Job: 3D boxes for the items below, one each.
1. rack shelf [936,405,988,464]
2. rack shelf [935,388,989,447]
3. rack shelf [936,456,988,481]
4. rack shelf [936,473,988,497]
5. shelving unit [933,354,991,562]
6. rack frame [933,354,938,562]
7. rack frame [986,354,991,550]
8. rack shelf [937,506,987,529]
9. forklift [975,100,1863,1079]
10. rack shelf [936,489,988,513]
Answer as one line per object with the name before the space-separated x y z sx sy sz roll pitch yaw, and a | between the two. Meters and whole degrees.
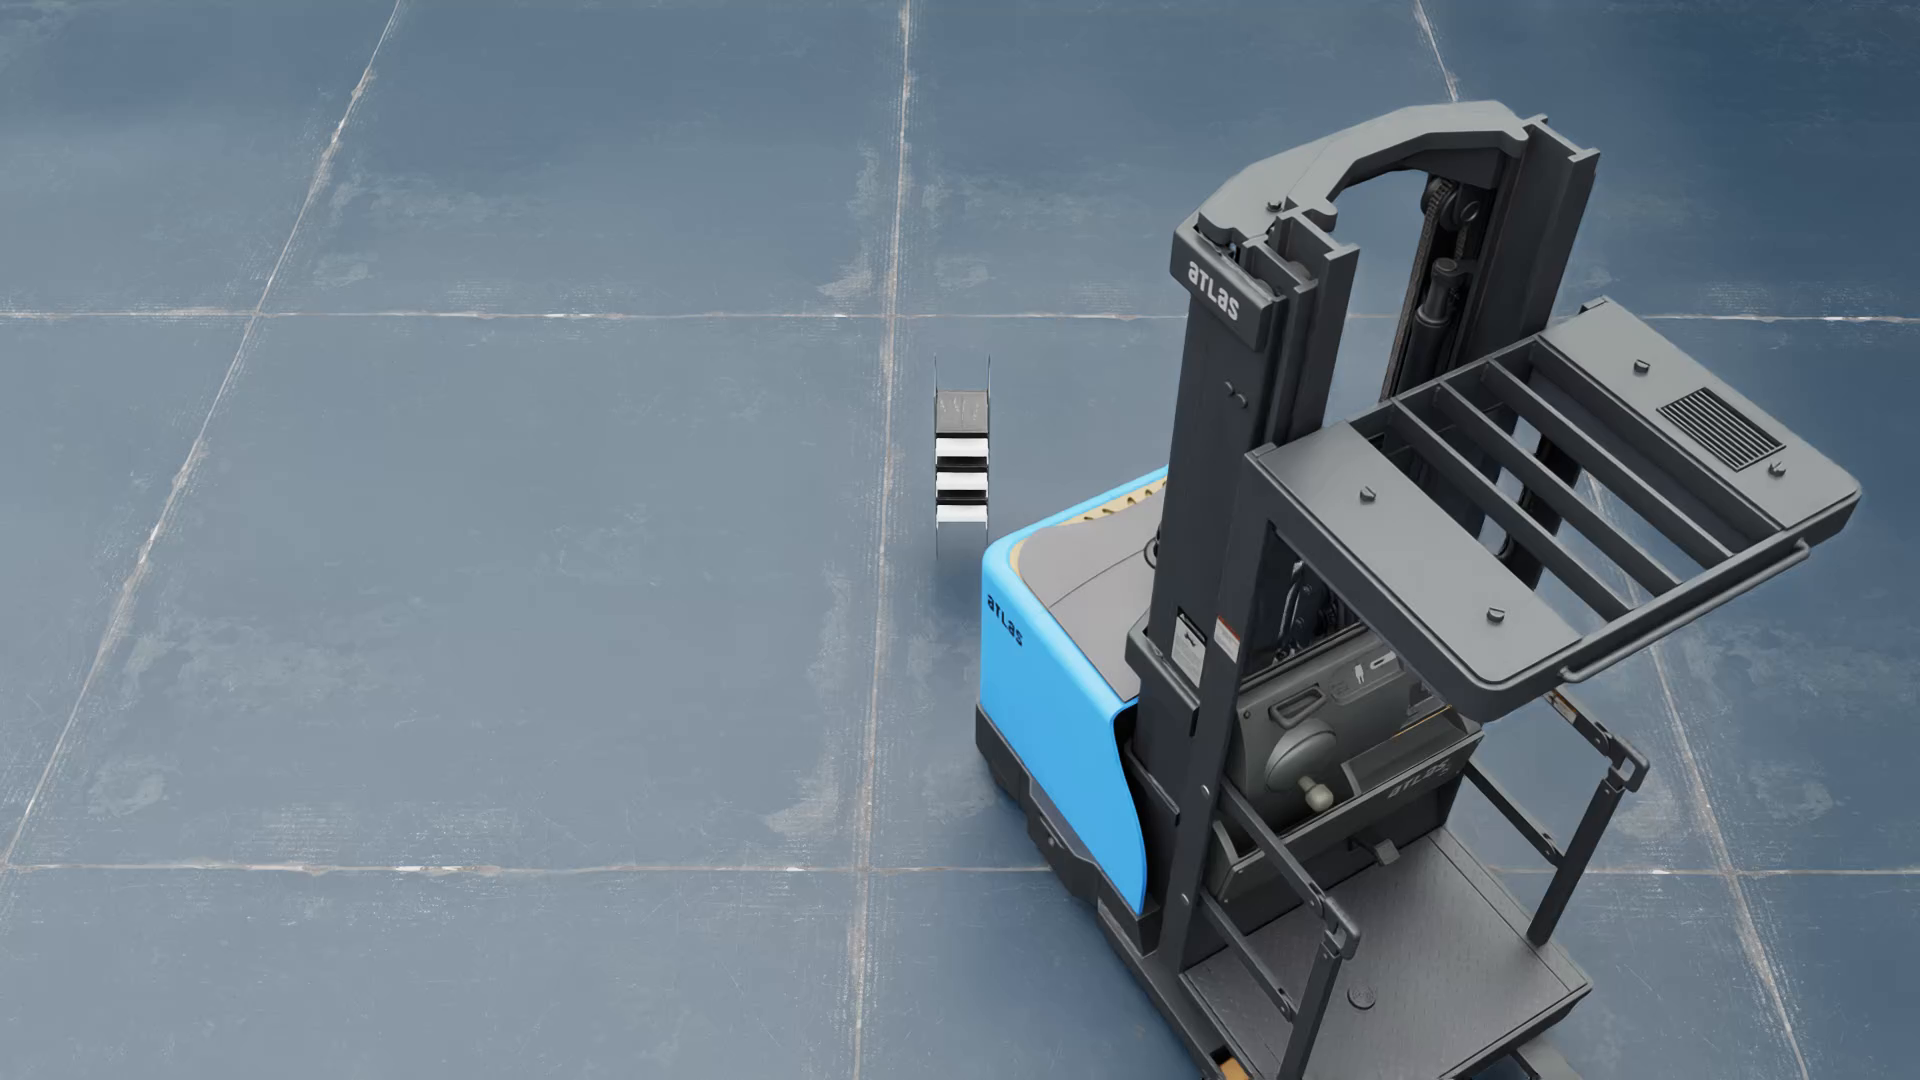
rack shelf | 0.008 -0.406 6.394 0.200 0.077 0.258 0 47 0
rack shelf | 0.008 -0.468 6.328 0.200 0.077 0.258 0 47 0
rack shelf | 0.008 -0.345 6.460 0.200 0.077 0.258 0 47 0
rack shelf | 0.008 -0.284 6.526 0.200 0.077 0.258 0 47 0
shelving unit | 0.008 -0.307 6.501 0.210 0.900 0.258 0 47 0
rack frame | -0.094 -0.307 6.502 0.006 0.900 0.240 0 47 0
rack frame | 0.110 -0.306 6.501 0.006 0.900 0.240 0 47 0
rack shelf | 0.008 -0.161 6.658 0.200 0.077 0.258 0 47 0
forklift | 1.237 0.504 4.359 1.130 2.935 3.031 -23 51 -20
rack shelf | 0.008 -0.223 6.592 0.200 0.077 0.258 0 47 0
